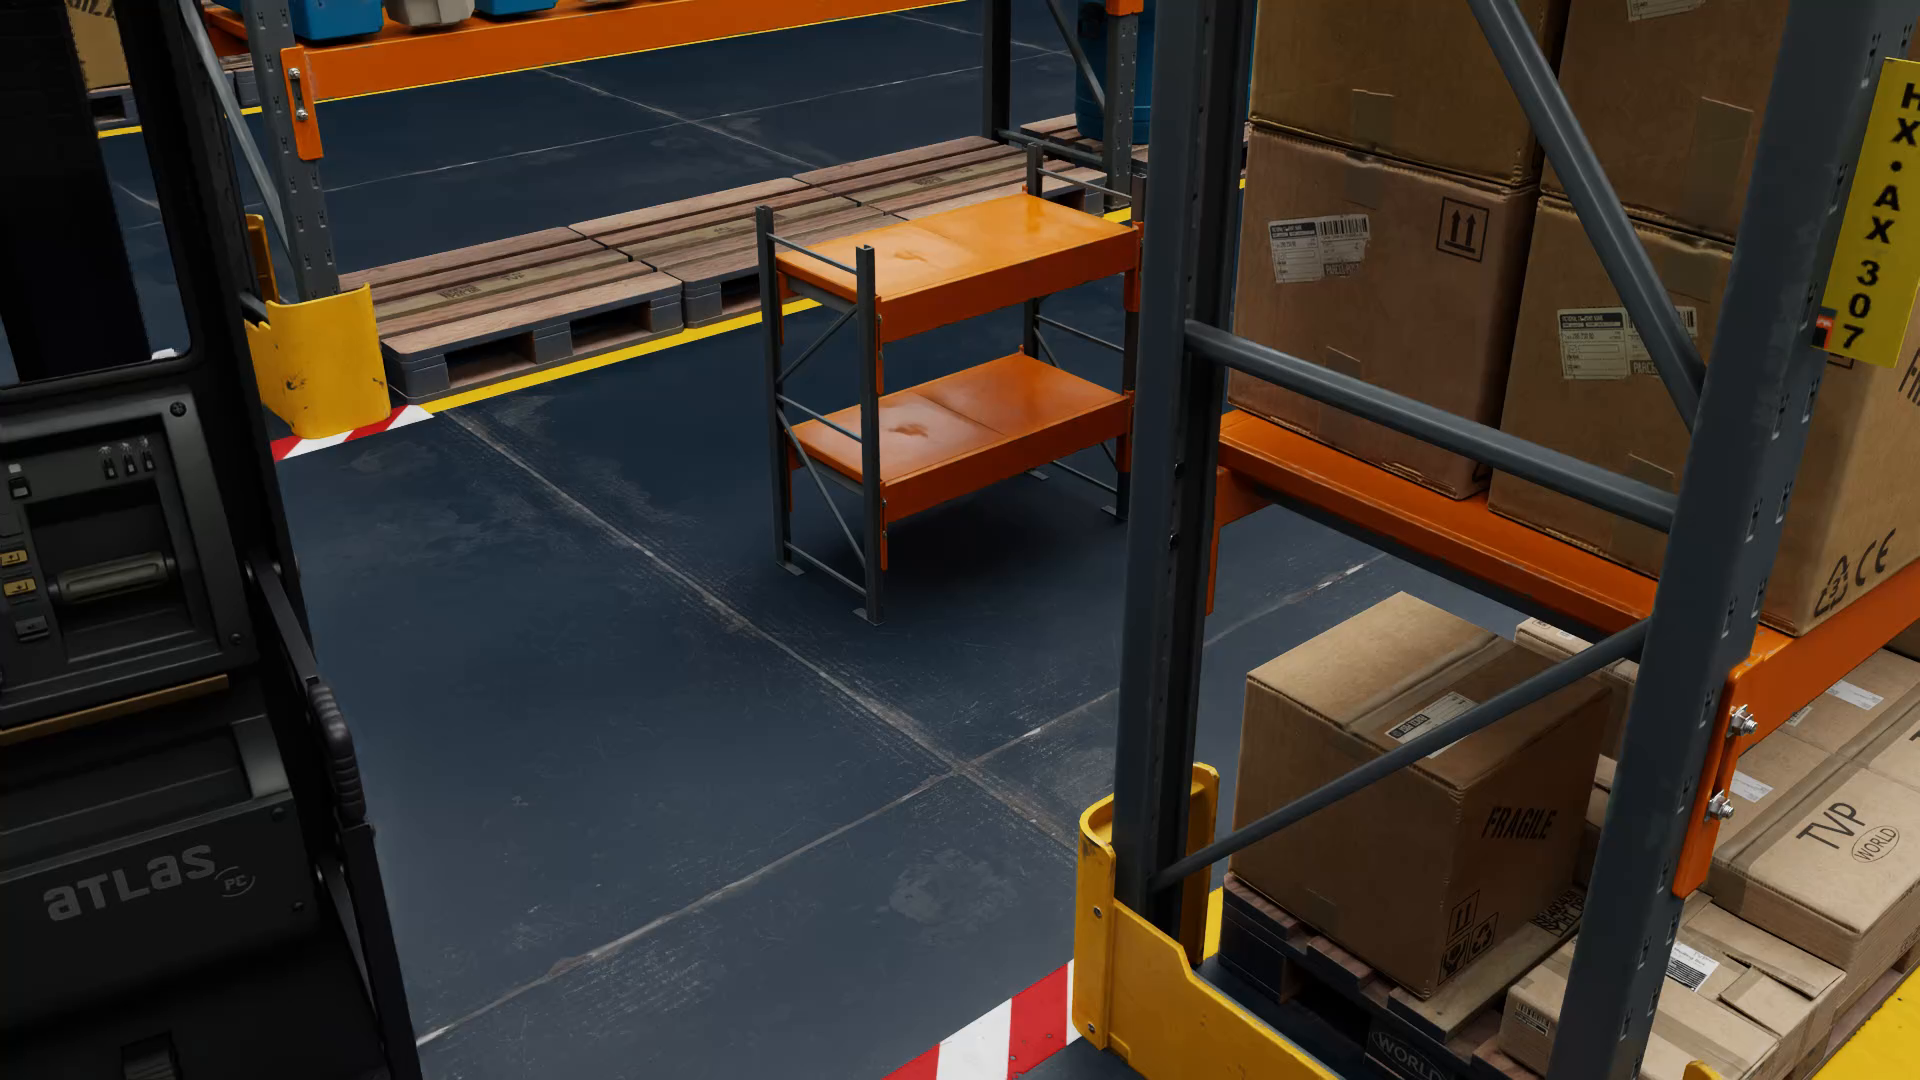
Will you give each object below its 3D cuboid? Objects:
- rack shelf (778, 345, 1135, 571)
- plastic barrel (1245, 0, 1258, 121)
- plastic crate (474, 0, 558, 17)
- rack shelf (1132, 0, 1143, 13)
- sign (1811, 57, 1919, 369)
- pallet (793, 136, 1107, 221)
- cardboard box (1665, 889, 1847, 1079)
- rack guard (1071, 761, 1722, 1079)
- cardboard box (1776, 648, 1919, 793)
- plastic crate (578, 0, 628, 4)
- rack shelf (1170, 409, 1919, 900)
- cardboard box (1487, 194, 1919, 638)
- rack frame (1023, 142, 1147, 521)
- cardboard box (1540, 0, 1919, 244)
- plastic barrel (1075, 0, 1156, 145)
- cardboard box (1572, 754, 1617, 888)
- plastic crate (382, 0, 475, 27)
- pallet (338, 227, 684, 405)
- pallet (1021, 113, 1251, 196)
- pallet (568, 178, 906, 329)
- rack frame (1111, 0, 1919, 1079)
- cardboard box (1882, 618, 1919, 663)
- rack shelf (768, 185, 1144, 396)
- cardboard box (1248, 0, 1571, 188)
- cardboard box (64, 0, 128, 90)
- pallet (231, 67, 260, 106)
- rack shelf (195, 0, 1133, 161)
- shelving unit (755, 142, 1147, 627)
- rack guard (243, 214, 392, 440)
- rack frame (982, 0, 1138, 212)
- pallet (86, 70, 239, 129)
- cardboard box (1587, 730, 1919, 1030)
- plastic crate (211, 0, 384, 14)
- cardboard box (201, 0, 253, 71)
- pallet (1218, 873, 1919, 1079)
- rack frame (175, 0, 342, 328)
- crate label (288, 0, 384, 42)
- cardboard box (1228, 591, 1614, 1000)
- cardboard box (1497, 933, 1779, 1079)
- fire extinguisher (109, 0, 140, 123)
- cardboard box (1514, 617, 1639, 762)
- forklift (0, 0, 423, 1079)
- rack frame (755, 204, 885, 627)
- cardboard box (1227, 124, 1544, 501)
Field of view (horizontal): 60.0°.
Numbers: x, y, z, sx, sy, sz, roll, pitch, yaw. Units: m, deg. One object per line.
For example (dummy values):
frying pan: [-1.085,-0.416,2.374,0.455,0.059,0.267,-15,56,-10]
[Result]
rack shelf: [-0.005,-0.278,5.096,1.000,0.278,0.538,-22,35,-35]
plastic barrel: [1.449,-2.801,9.090,0.708,0.901,0.600,-22,35,-35]
plastic crate: [-1.655,-2.053,6.022,0.300,0.233,0.416,-22,35,-35]
rack shelf: [2.007,-3.459,9.304,4.000,0.370,1.077,-22,35,-35]
sign: [1.007,-0.351,1.806,0.005,0.325,0.100,-22,35,-35]
pallet: [-0.049,-1.696,8.200,1.213,0.211,1.003,-22,35,-35]
cardboard box: [1.386,0.810,3.091,0.250,0.166,0.380,-22,35,-35]
rack guard: [0.712,0.915,3.007,0.348,0.500,1.175,-22,35,-35]
cardboard box: [2.013,0.484,3.612,0.500,0.250,0.500,-22,35,-35]
plastic crate: [-1.342,-2.085,6.185,0.298,0.136,0.250,-22,35,-35]
rack shelf: [2.176,-0.458,3.689,4.000,0.370,1.077,-22,35,-35]
cardboard box: [1.163,-0.249,2.428,0.500,0.500,0.500,-21,35,-34]
rack frame: [0.382,-0.650,5.272,0.032,1.125,0.500,-22,35,-35]
cardboard box: [1.163,-0.690,2.192,0.500,0.500,0.500,-21,34,-33]
plastic barrel: [0.910,-2.585,8.685,0.708,0.901,0.600,-22,35,-35]
cardboard box: [1.275,0.545,3.586,0.250,0.166,0.380,-22,35,-35]
plastic crate: [-1.859,-1.877,5.796,0.298,0.136,0.250,-22,35,-35]
pallet: [-1.905,-0.950,6.803,1.213,0.211,1.003,-22,35,-35]
pallet: [1.099,-2.156,9.061,1.213,0.211,1.003,-22,35,-35]
pallet: [-0.978,-1.321,7.498,1.213,0.211,1.003,-22,35,-35]
rack frame: [0.654,-0.164,2.374,0.127,3.000,1.000,-22,35,-35]
cardboard box: [2.271,0.096,4.070,0.637,0.503,0.797,-22,35,-35]
rack shelf: [-0.005,-0.752,4.843,1.000,0.278,0.538,-22,35,-35]
cardboard box: [0.814,-0.884,2.554,0.500,0.500,0.500,-22,35,-35]
cardboard box: [-5.338,-3.190,9.845,0.875,0.875,0.875,-22,35,-35]
pallet: [-4.287,-3.131,10.885,1.213,0.211,1.003,-22,35,-35]
rack shelf: [-1.036,-2.236,7.014,4.000,0.370,1.077,-22,35,-35]
shelving unit: [-0.005,-0.494,4.981,1.048,1.125,0.538,-22,35,-35]
rack guard: [-2.568,-0.827,6.267,0.348,0.500,1.175,-22,35,-35]
rack frame: [0.485,-3.165,7.990,0.127,3.000,1.000,-22,35,-35]
pallet: [-5.215,-2.760,10.190,1.213,0.211,1.003,-22,35,-35]
cardboard box: [1.632,0.637,3.326,0.500,0.250,0.500,-22,35,-35]
plastic crate: [-2.424,-2.153,5.994,0.499,0.435,0.616,-22,35,-35]
cardboard box: [-4.645,-3.468,10.366,0.875,0.875,0.875,-22,35,-35]
pallet: [1.318,0.799,3.532,1.213,0.211,1.003,-22,35,-35]
rack frame: [-2.558,-1.941,5.700,0.127,3.000,1.000,-22,35,-35]
crate label: [-2.156,-1.851,5.646,0.303,0.233,0.416,-22,35,-35]
cardboard box: [0.908,0.490,3.336,0.500,0.500,0.500,-22,35,-35]
cardboard box: [1.196,0.895,2.952,0.250,0.149,0.380,-22,35,-35]
fire extinguisher: [-2.967,-1.859,6.025,0.183,0.674,0.296,-22,35,-35]
cardboard box: [1.650,0.320,3.919,0.500,0.250,0.500,-22,35,-35]
forklift: [-1.318,0.117,1.922,1.130,2.935,3.031,-15,32,-26]
rack frame: [-0.392,-0.339,4.690,0.032,1.125,0.500,-22,35,-35]
cardboard box: [0.818,-0.443,2.790,0.500,0.500,0.500,-21,34,-33]
